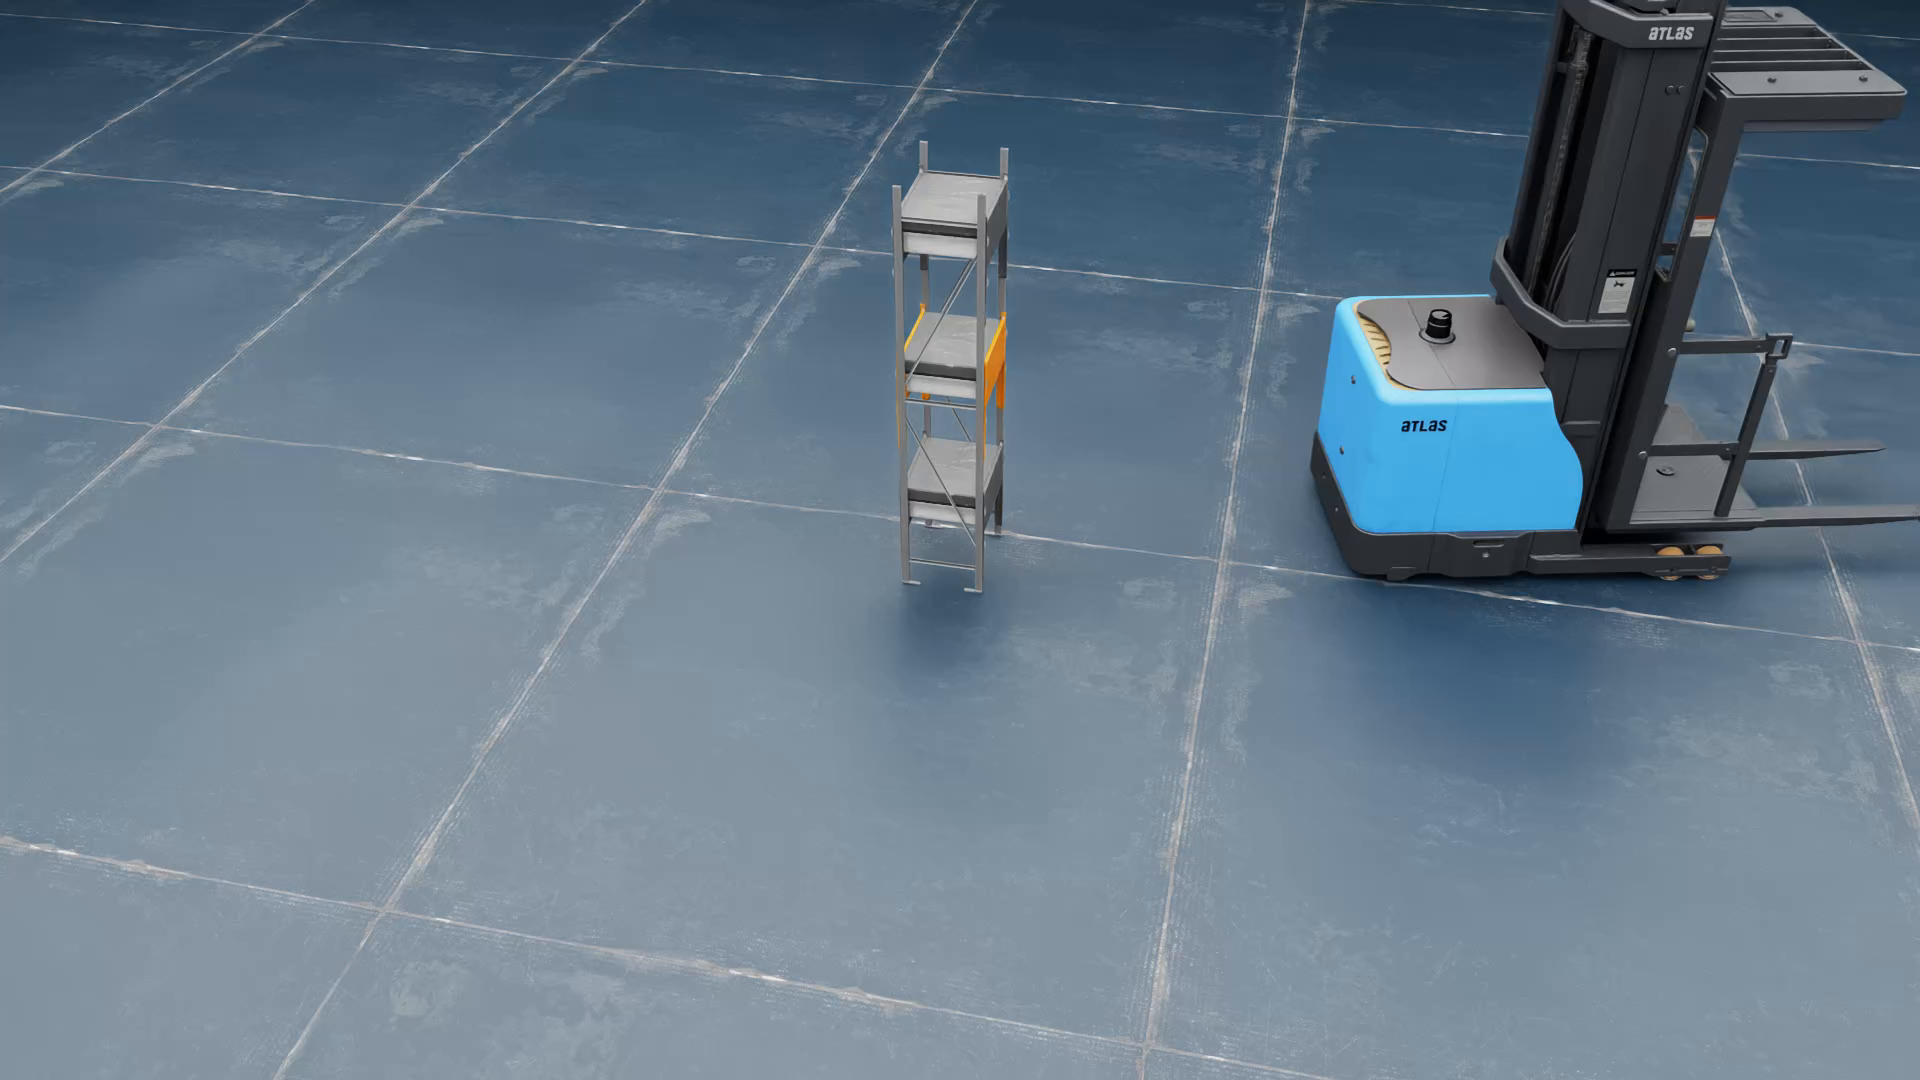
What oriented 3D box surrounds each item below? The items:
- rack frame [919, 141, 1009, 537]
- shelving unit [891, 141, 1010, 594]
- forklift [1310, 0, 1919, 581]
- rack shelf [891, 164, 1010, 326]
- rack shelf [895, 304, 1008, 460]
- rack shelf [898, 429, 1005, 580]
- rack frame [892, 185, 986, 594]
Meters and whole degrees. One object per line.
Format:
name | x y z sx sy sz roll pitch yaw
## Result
rack frame | 0.017 -0.895 7.966 0.400 2.100 0.015 7 37 10
shelving unit | -0.035 -0.755 7.773 0.431 2.100 0.503 7 37 10
forklift | 3.409 -1.298 7.813 3.031 2.935 1.130 -1 36 -2
rack shelf | -0.035 -1.311 7.370 0.431 0.518 0.480 7 37 10
rack shelf | -0.035 -0.744 7.781 0.431 0.518 0.480 7 37 10
rack shelf | -0.035 -0.177 8.192 0.431 0.518 0.480 7 37 10
rack frame | -0.087 -0.615 7.580 0.400 2.100 0.015 7 37 10
